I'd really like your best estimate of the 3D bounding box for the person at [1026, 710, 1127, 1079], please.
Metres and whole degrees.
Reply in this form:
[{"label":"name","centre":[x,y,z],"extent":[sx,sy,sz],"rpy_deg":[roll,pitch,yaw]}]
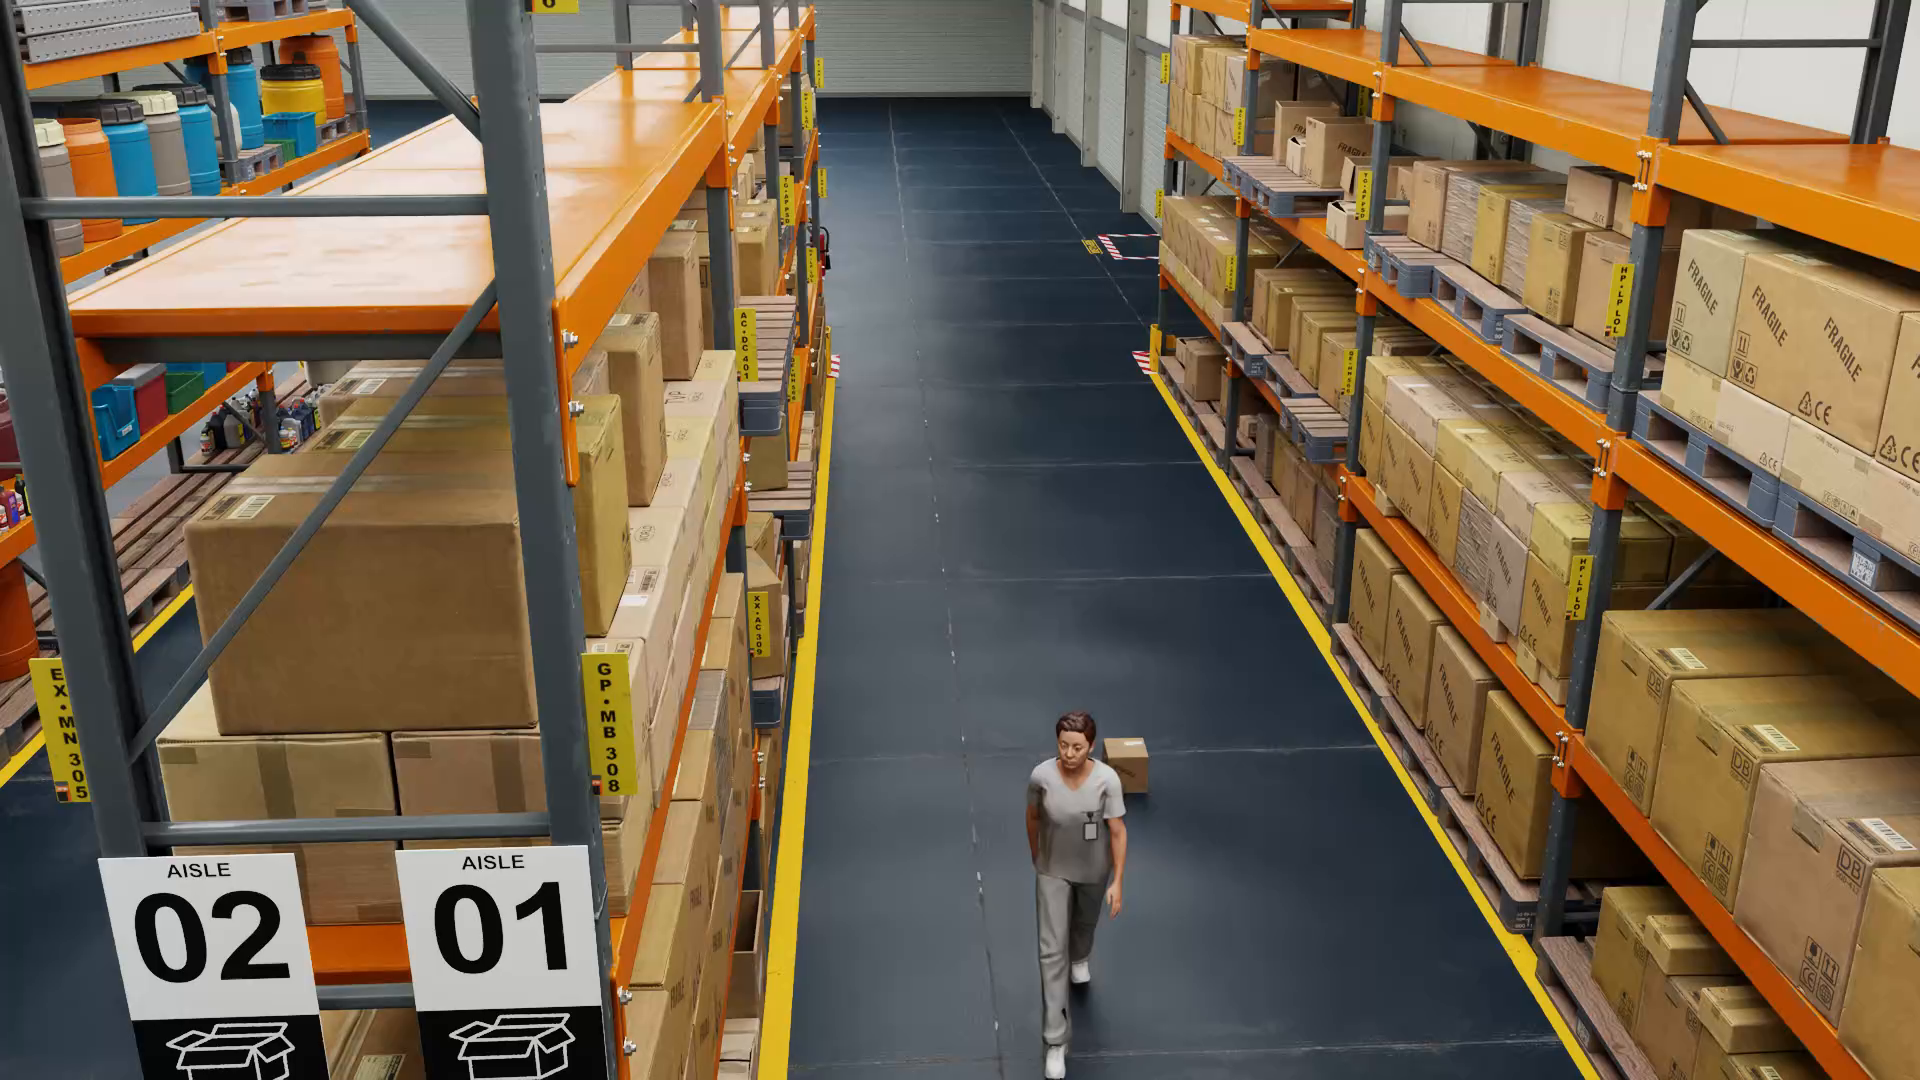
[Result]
[{"label":"person","centre":[0.535,1.551,7.739],"extent":[0.467,1.601,1.052],"rpy_deg":[1,20,2]}]
